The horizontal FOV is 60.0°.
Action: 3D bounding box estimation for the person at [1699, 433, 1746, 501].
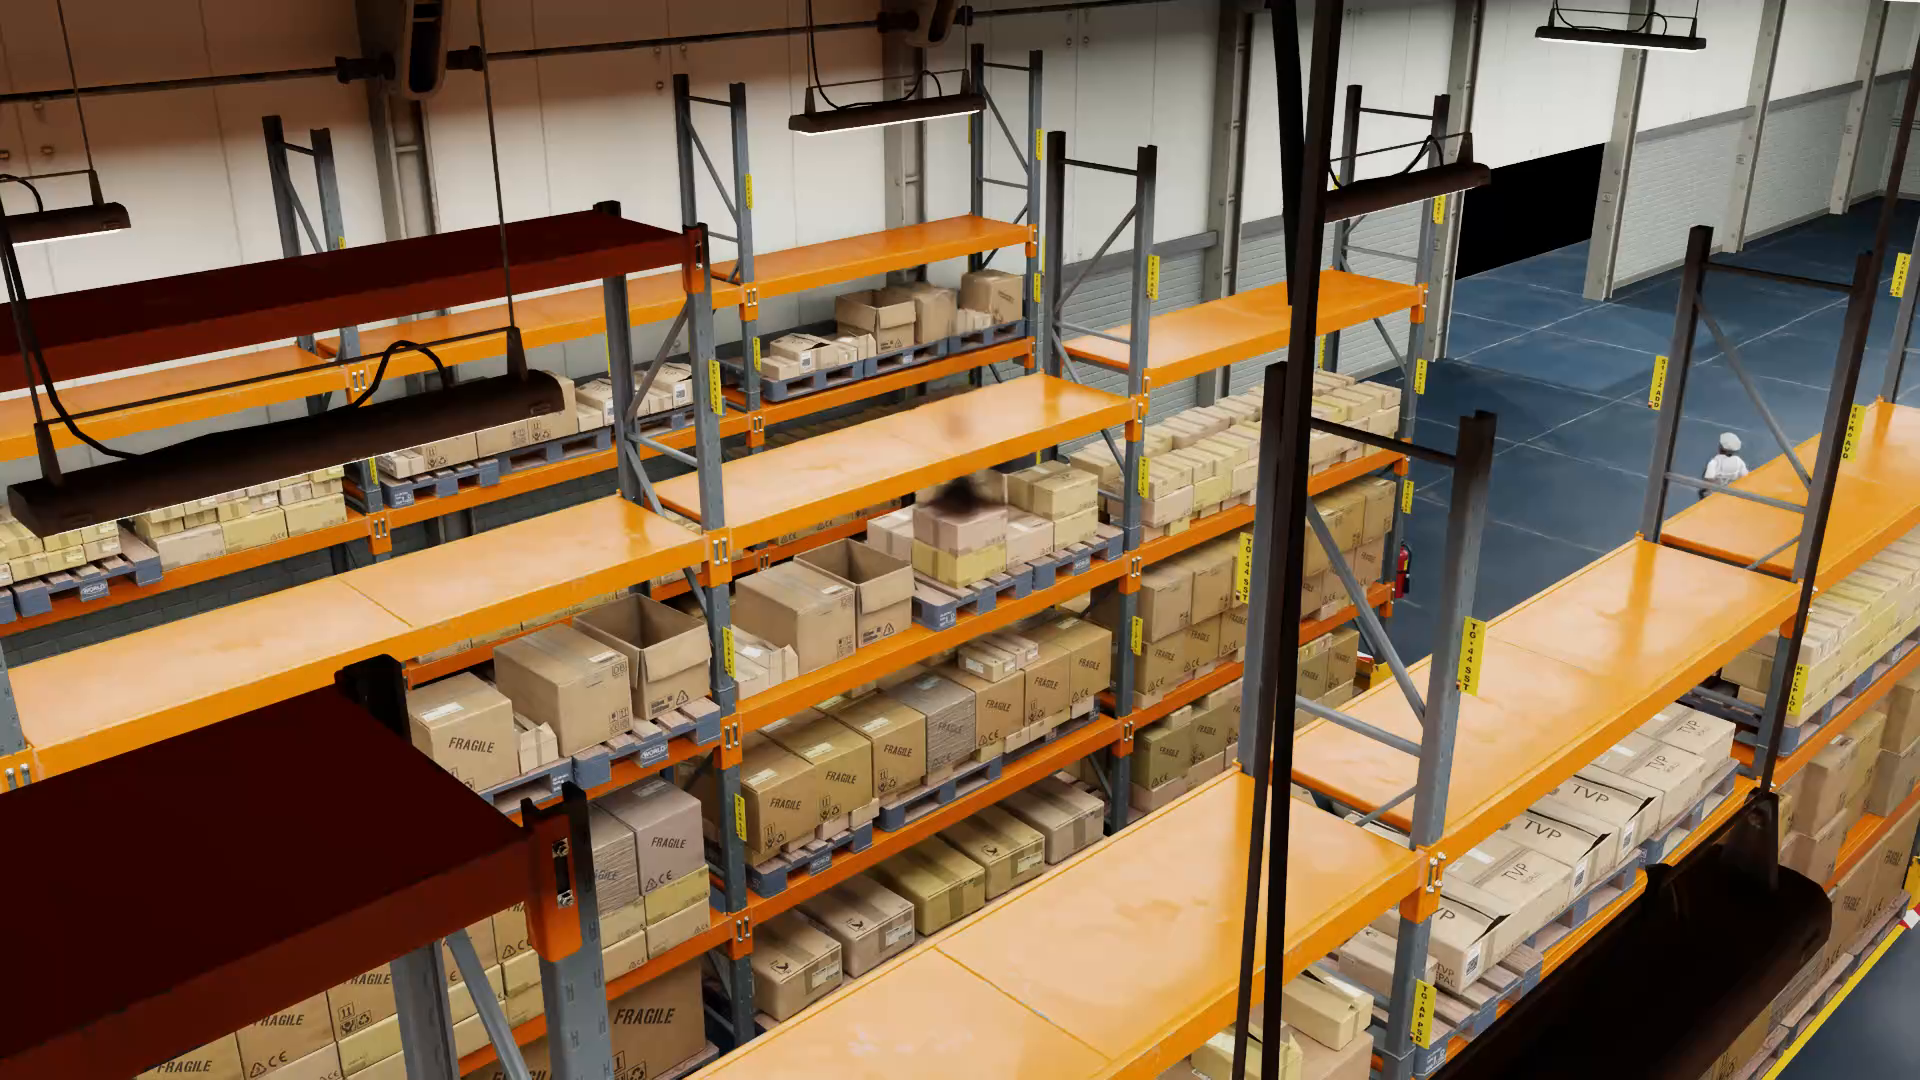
[{"bbox_3d":[9.065,-0.458,19.859,0.564,1.669,0.891,1,22,2],"label":"person"}]
